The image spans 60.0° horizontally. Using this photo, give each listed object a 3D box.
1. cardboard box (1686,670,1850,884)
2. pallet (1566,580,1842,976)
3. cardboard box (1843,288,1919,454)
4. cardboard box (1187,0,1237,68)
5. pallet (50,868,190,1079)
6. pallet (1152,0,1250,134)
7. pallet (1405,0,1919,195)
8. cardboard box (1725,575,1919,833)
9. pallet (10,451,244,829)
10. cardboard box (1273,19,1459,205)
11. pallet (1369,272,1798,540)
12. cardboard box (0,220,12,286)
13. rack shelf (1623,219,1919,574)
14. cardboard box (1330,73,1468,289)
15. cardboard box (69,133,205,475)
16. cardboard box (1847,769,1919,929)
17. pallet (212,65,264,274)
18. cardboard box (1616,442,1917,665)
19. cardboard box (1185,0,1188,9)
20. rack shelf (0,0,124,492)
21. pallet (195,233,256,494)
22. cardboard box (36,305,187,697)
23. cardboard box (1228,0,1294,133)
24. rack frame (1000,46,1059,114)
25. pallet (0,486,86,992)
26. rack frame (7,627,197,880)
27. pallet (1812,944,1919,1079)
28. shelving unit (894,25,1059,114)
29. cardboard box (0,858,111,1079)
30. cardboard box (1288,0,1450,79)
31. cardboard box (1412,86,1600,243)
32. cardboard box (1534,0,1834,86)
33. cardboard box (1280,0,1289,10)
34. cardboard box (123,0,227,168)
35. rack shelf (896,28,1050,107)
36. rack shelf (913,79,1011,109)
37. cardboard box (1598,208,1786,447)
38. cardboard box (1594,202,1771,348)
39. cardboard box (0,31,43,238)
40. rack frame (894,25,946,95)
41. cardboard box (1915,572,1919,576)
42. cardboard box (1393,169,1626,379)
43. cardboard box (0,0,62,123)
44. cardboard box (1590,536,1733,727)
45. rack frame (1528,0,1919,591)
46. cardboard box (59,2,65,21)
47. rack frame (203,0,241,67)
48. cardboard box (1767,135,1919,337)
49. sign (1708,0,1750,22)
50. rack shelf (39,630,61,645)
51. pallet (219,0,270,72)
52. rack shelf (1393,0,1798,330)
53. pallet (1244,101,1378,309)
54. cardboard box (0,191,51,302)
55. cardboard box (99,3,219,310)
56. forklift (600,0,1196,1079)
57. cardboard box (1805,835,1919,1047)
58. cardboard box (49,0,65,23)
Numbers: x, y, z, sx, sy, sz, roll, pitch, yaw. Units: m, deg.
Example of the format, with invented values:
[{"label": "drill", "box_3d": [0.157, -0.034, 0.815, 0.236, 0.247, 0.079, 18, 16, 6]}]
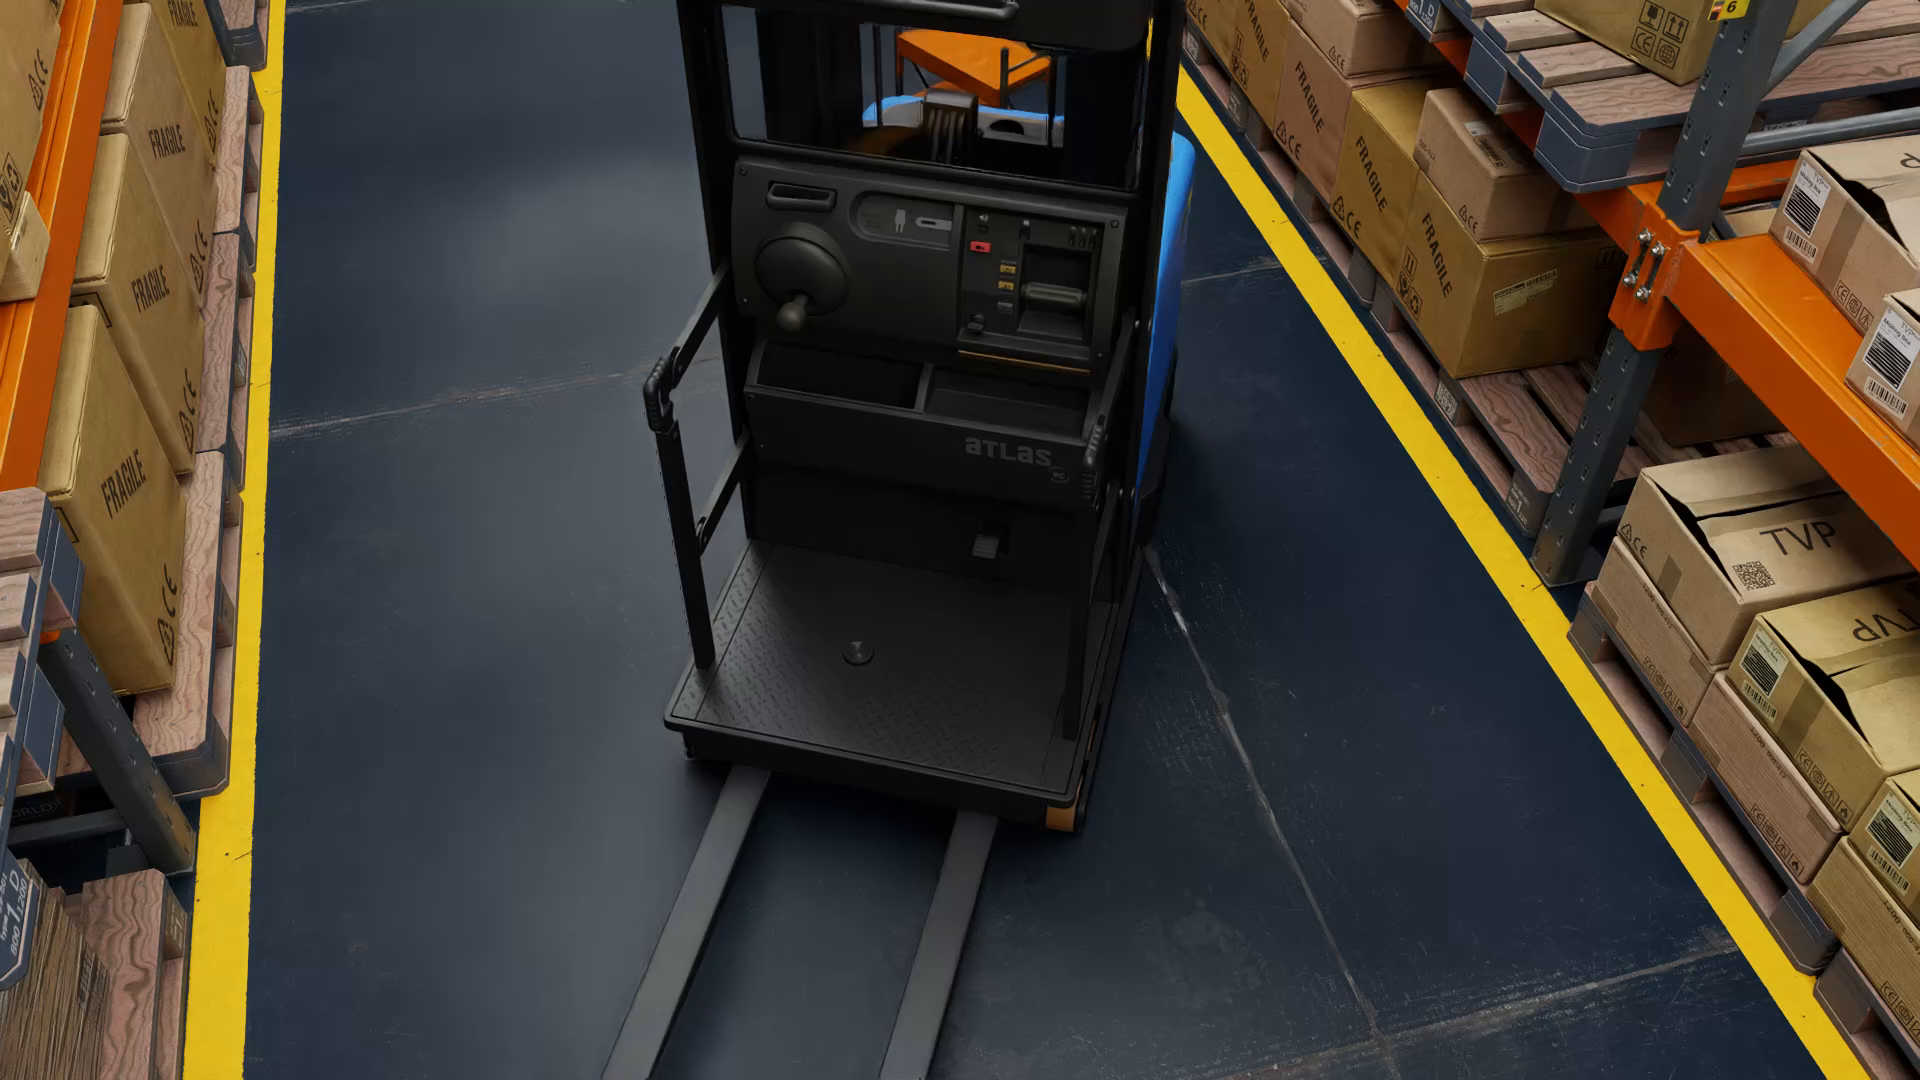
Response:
[{"label": "cardboard box", "box_3d": [2.249, 0.548, 4.244, 0.500, 0.250, 0.500, -12, 47, -11]}, {"label": "pallet", "box_3d": [2.442, 0.522, 4.591, 1.003, 0.211, 1.213, -11, 47, -10]}, {"label": "cardboard box", "box_3d": [2.311, -0.345, 3.551, 0.500, 0.311, 0.500, -11, 47, -11]}, {"label": "cardboard box", "box_3d": [1.281, -2.325, 6.871, 0.500, 0.500, 0.500, -10, 46, -10]}, {"label": "pallet", "box_3d": [-2.320, 1.395, 3.735, 1.003, 0.211, 1.213, -11, 47, -10]}, {"label": "pallet", "box_3d": [1.490, -2.260, 7.318, 1.003, 0.211, 1.213, -11, 47, -10]}, {"label": "pallet", "box_3d": [2.028, -1.418, 4.673, 1.213, 0.211, 1.003, -11, 47, -10]}, {"label": "cardboard box", "box_3d": [2.262, 0.366, 4.030, 0.500, 0.311, 0.500, -12, 47, -11]}, {"label": "pallet", "box_3d": [-2.648, 0.297, 4.811, 1.003, 0.211, 1.213, -11, 47, -10]}, {"label": "cardboard box", "box_3d": [1.530, -1.630, 6.189, 0.500, 0.500, 0.500, -12, 47, -12]}, {"label": "pallet", "box_3d": [2.114, -0.576, 5.667, 1.003, 0.211, 1.213, -11, 47, -10]}, {"label": "cardboard box", "box_3d": [-2.396, -0.649, 3.494, 0.500, 0.500, 0.500, -9, 46, -9]}, {"label": "rack shelf", "box_3d": [2.781, 0.603, 3.062, 1.077, 0.370, 4.000, -11, 47, -10]}, {"label": "cardboard box", "box_3d": [1.670, -1.269, 5.835, 0.500, 0.500, 0.500, -12, 47, -12]}, {"label": "cardboard box", "box_3d": [-2.798, -0.653, 5.001, 0.750, 0.750, 0.750, -11, 47, -11]}, {"label": "cardboard box", "box_3d": [2.390, 0.719, 3.684, 0.500, 0.311, 0.500, -12, 47, -11]}, {"label": "pallet", "box_3d": [-3.272, -1.388, 6.462, 1.003, 0.211, 1.213, -11, 47, -10]}, {"label": "cardboard box", "box_3d": [2.119, 0.005, 4.384, 0.500, 0.311, 0.500, -9, 46, -9]}, {"label": "cardboard box", "box_3d": [1.133, -2.692, 7.230, 0.500, 0.500, 0.500, -13, 47, -12]}, {"label": "rack shelf", "box_3d": [-3.031, -1.250, 4.879, 1.077, 0.370, 4.000, -11, 47, -10]}, {"label": "pallet", "box_3d": [-2.956, -0.544, 5.635, 1.003, 0.211, 1.213, -11, 47, -10]}, {"label": "cardboard box", "box_3d": [-2.580, -0.047, 4.407, 0.750, 0.750, 0.750, -11, 47, -11]}, {"label": "cardboard box", "box_3d": [1.401, -1.979, 6.531, 0.500, 0.500, 0.500, -10, 46, -10]}, {"label": "rack frame", "box_3d": [0.215, -1.118, 5.503, 0.240, 1.200, 0.015, -34, 54, -29]}, {"label": "pallet", "box_3d": [-2.233, 0.418, 2.874, 1.213, 0.211, 1.003, -11, 47, -10]}, {"label": "rack frame", "box_3d": [-2.519, -0.121, 3.269, 1.000, 3.000, 0.127, -11, 47, -10]}, {"label": "pallet", "box_3d": [2.751, 1.363, 3.767, 1.003, 0.211, 1.213, -11, 47, -10]}, {"label": "shelving unit", "box_3d": [0.047, -1.244, 5.627, 0.258, 1.200, 0.503, -34, 54, -29]}, {"label": "cardboard box", "box_3d": [-2.284, 1.087, 3.526, 0.700, 0.500, 0.500, -10, 46, -10]}, {"label": "cardboard box", "box_3d": [1.518, -1.918, 5.946, 0.500, 0.250, 0.500, -12, 47, -11]}, {"label": "cardboard box", "box_3d": [1.784, -1.212, 5.255, 0.500, 0.250, 0.500, -9, 46, -9]}, {"label": "cardboard box", "box_3d": [1.999, -1.626, 4.379, 0.700, 0.500, 0.500, -26, 51, -23]}, {"label": "cardboard box", "box_3d": [1.389, -2.264, 6.285, 0.500, 0.250, 0.500, -11, 47, -10]}, {"label": "cardboard box", "box_3d": [-3.251, -1.852, 6.176, 0.750, 0.750, 0.750, -10, 46, -10]}, {"label": "rack shelf", "box_3d": [0.048, -1.521, 5.348, 0.258, 0.148, 0.480, -34, 54, -29]}, {"label": "rack shelf", "box_3d": [0.048, -1.355, 5.516, 0.258, 0.148, 0.480, -34, 54, -29]}, {"label": "cardboard box", "box_3d": [2.429, -0.675, 5.254, 0.500, 0.500, 0.500, -9, 46, -9]}, {"label": "cardboard box", "box_3d": [2.289, -1.036, 5.607, 0.500, 0.500, 0.500, -12, 47, -12]}, {"label": "cardboard box", "box_3d": [-2.521, -1.013, 3.850, 0.500, 0.500, 0.500, -9, 46, -9]}, {"label": "rack frame", "box_3d": [-0.120, -1.371, 5.752, 0.240, 1.200, 0.015, -34, 54, -29]}, {"label": "cardboard box", "box_3d": [2.641, -0.094, 4.480, 0.500, 0.311, 0.500, -10, 46, -9]}, {"label": "cardboard box", "box_3d": [1.803, -0.911, 5.485, 0.500, 0.500, 0.500, -9, 46, -9]}, {"label": "cardboard box", "box_3d": [-2.647, -1.356, 4.186, 0.500, 0.500, 0.500, -11, 47, -10]}, {"label": "cardboard box", "box_3d": [2.119, 0.201, 4.584, 0.500, 0.250, 0.500, -11, 47, -10]}, {"label": "rack frame", "box_3d": [2.269, -1.030, 4.159, 1.000, 3.000, 0.127, -11, 47, -10]}, {"label": "cardboard box", "box_3d": [-2.843, -1.550, 4.830, 0.380, 0.149, 0.250, -9, 46, -9]}, {"label": "rack frame", "box_3d": [-3.543, -2.883, 5.975, 1.000, 3.000, 0.127, -11, 47, -10]}, {"label": "cardboard box", "box_3d": [2.320, -0.739, 3.937, 0.500, 0.311, 0.500, -8, 46, -8]}, {"label": "sign", "box_3d": [1.747, -1.301, 3.670, 0.100, 0.325, 0.005, -11, 47, -10]}, {"label": "rack shelf", "box_3d": [-2.007, 1.511, 2.172, 1.077, 0.370, 4.000, -11, 47, -10]}, {"label": "pallet", "box_3d": [-3.662, -2.446, 7.499, 1.003, 0.211, 1.213, -11, 47, -10]}, {"label": "rack shelf", "box_3d": [1.757, -2.159, 5.769, 1.077, 0.370, 4.000, -11, 47, -10]}, {"label": "pallet", "box_3d": [1.806, -1.417, 6.491, 1.003, 0.211, 1.213, -11, 47, -10]}, {"label": "cardboard box", "box_3d": [-2.421, -0.684, 3.982, 0.380, 0.149, 0.250, -9, 46, -9]}, {"label": "cardboard box", "box_3d": [-3.020, -1.239, 5.575, 0.750, 0.750, 0.750, -9, 46, -9]}, {"label": "forklift", "box_3d": [-0.134, -0.549, 3.736, 1.130, 2.935, 3.031, 10, 46, 10]}, {"label": "cardboard box", "box_3d": [2.388, 0.906, 3.893, 0.500, 0.250, 0.500, -12, 47, -11]}, {"label": "cardboard box", "box_3d": [-2.788, -1.714, 4.537, 0.500, 0.500, 0.500, -10, 46, -9]}]
